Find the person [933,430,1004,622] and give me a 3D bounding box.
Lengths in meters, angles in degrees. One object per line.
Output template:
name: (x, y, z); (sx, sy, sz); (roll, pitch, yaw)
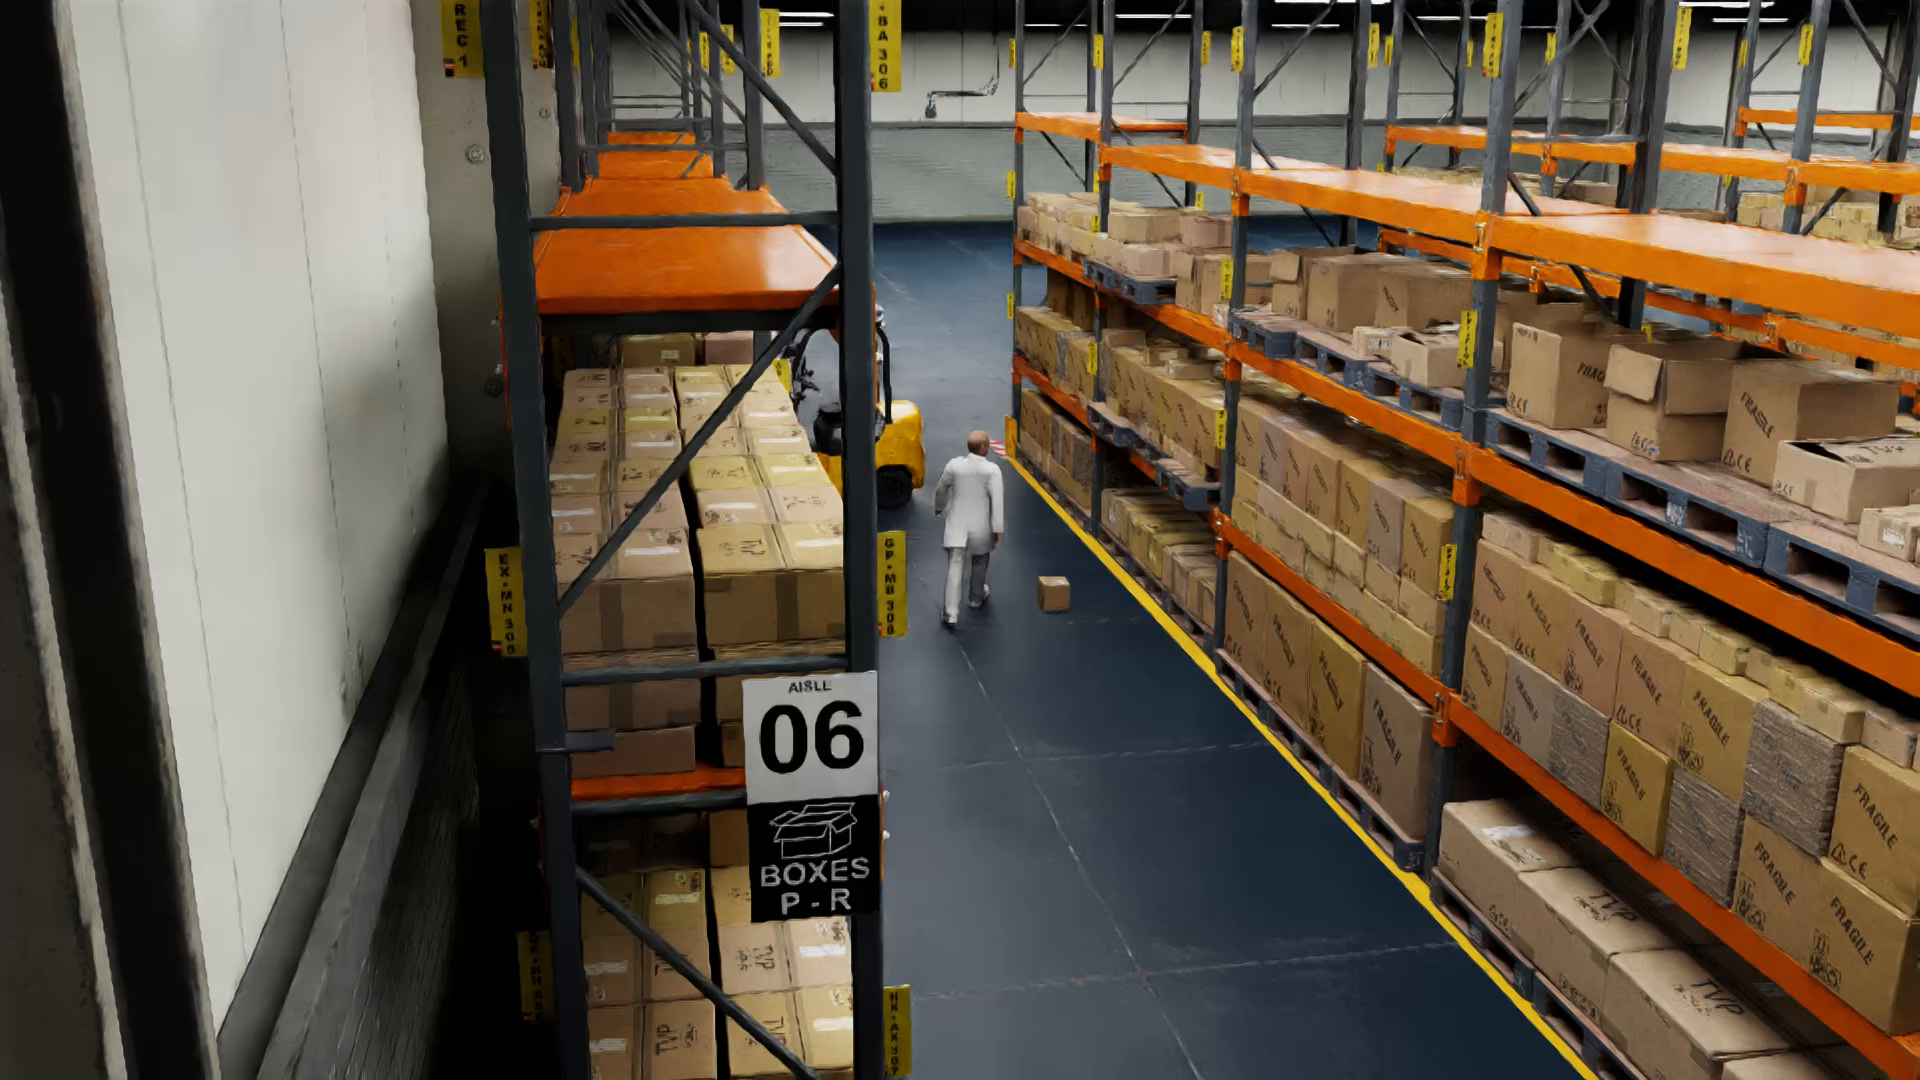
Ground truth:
person: (0.076, -0.162, 15.153); (0.732, 1.734, 1.092); (3, 16, 12)
